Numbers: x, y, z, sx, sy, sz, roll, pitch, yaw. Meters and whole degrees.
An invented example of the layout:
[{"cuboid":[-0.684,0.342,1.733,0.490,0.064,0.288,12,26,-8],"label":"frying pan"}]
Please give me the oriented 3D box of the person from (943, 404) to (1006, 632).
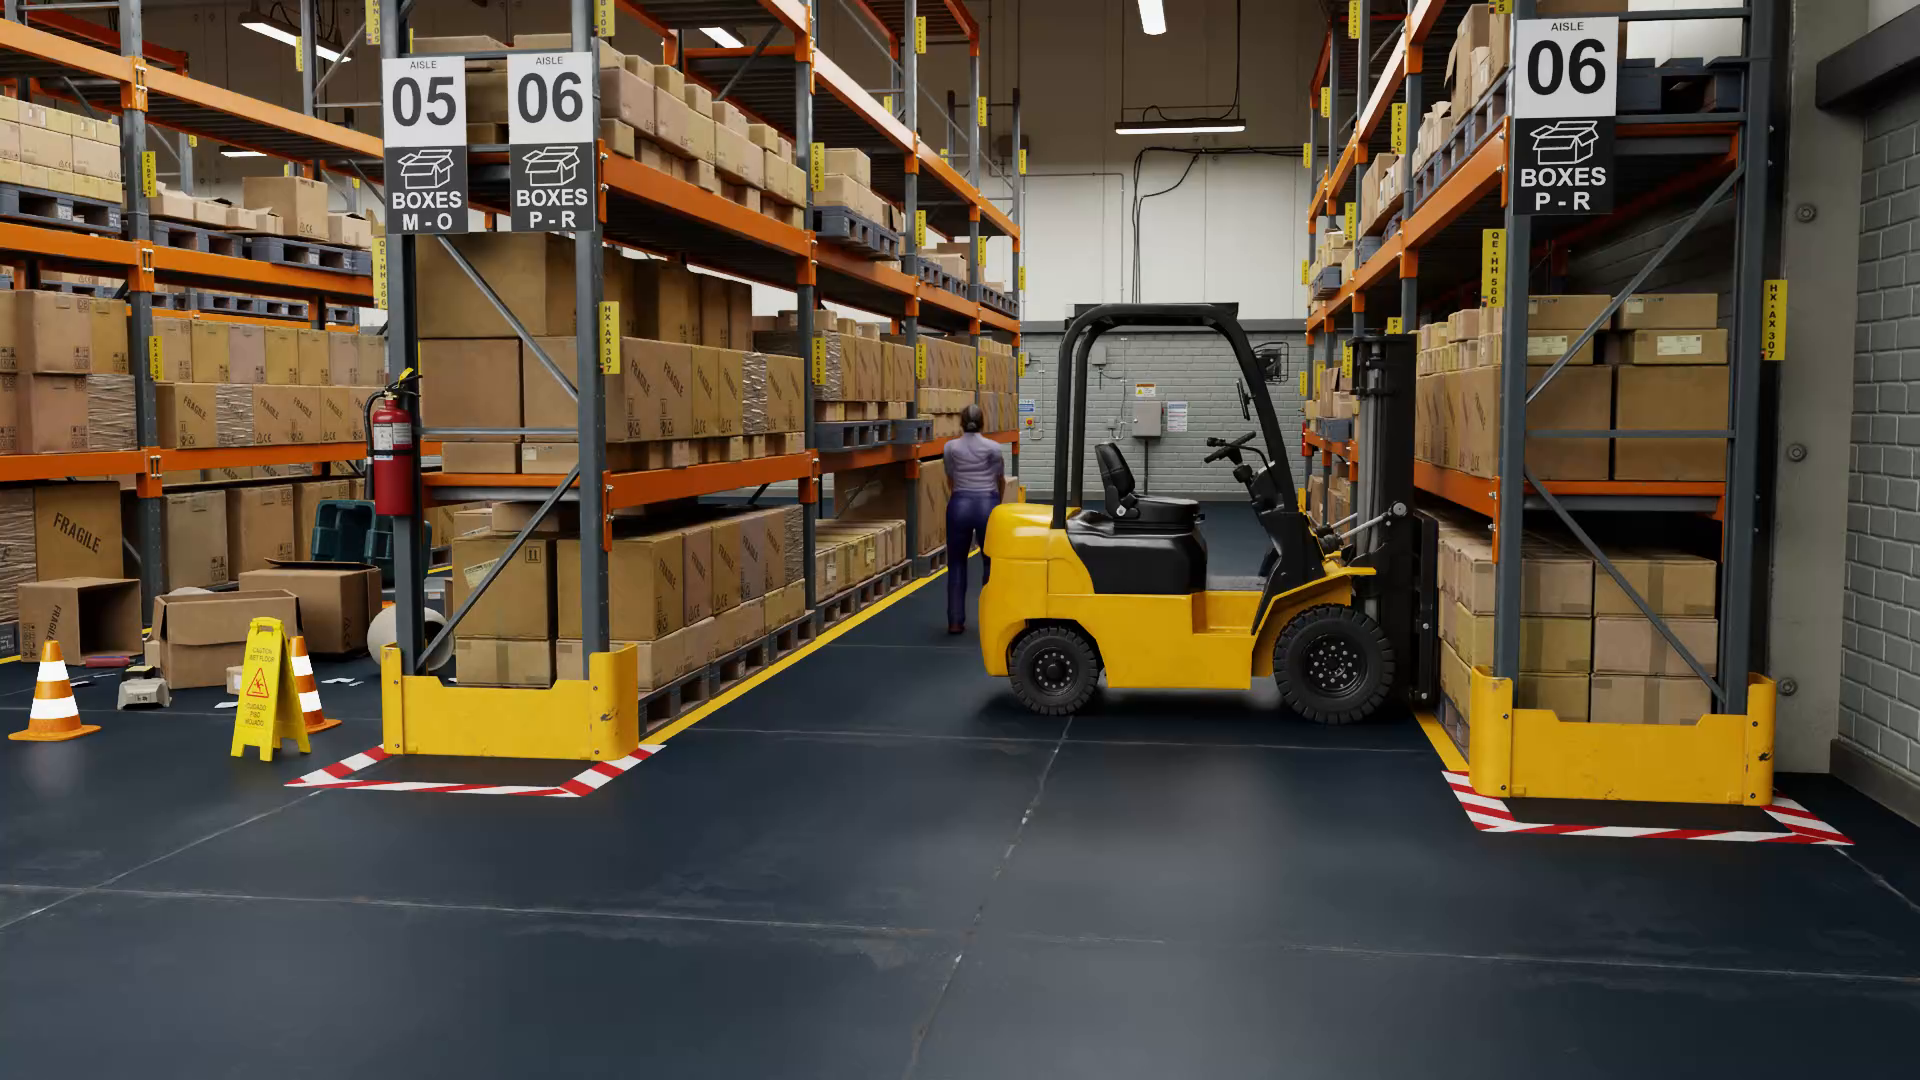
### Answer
[{"cuboid":[0.109,-0.154,11.982,0.441,1.646,0.519,1,5,8],"label":"person"}]
